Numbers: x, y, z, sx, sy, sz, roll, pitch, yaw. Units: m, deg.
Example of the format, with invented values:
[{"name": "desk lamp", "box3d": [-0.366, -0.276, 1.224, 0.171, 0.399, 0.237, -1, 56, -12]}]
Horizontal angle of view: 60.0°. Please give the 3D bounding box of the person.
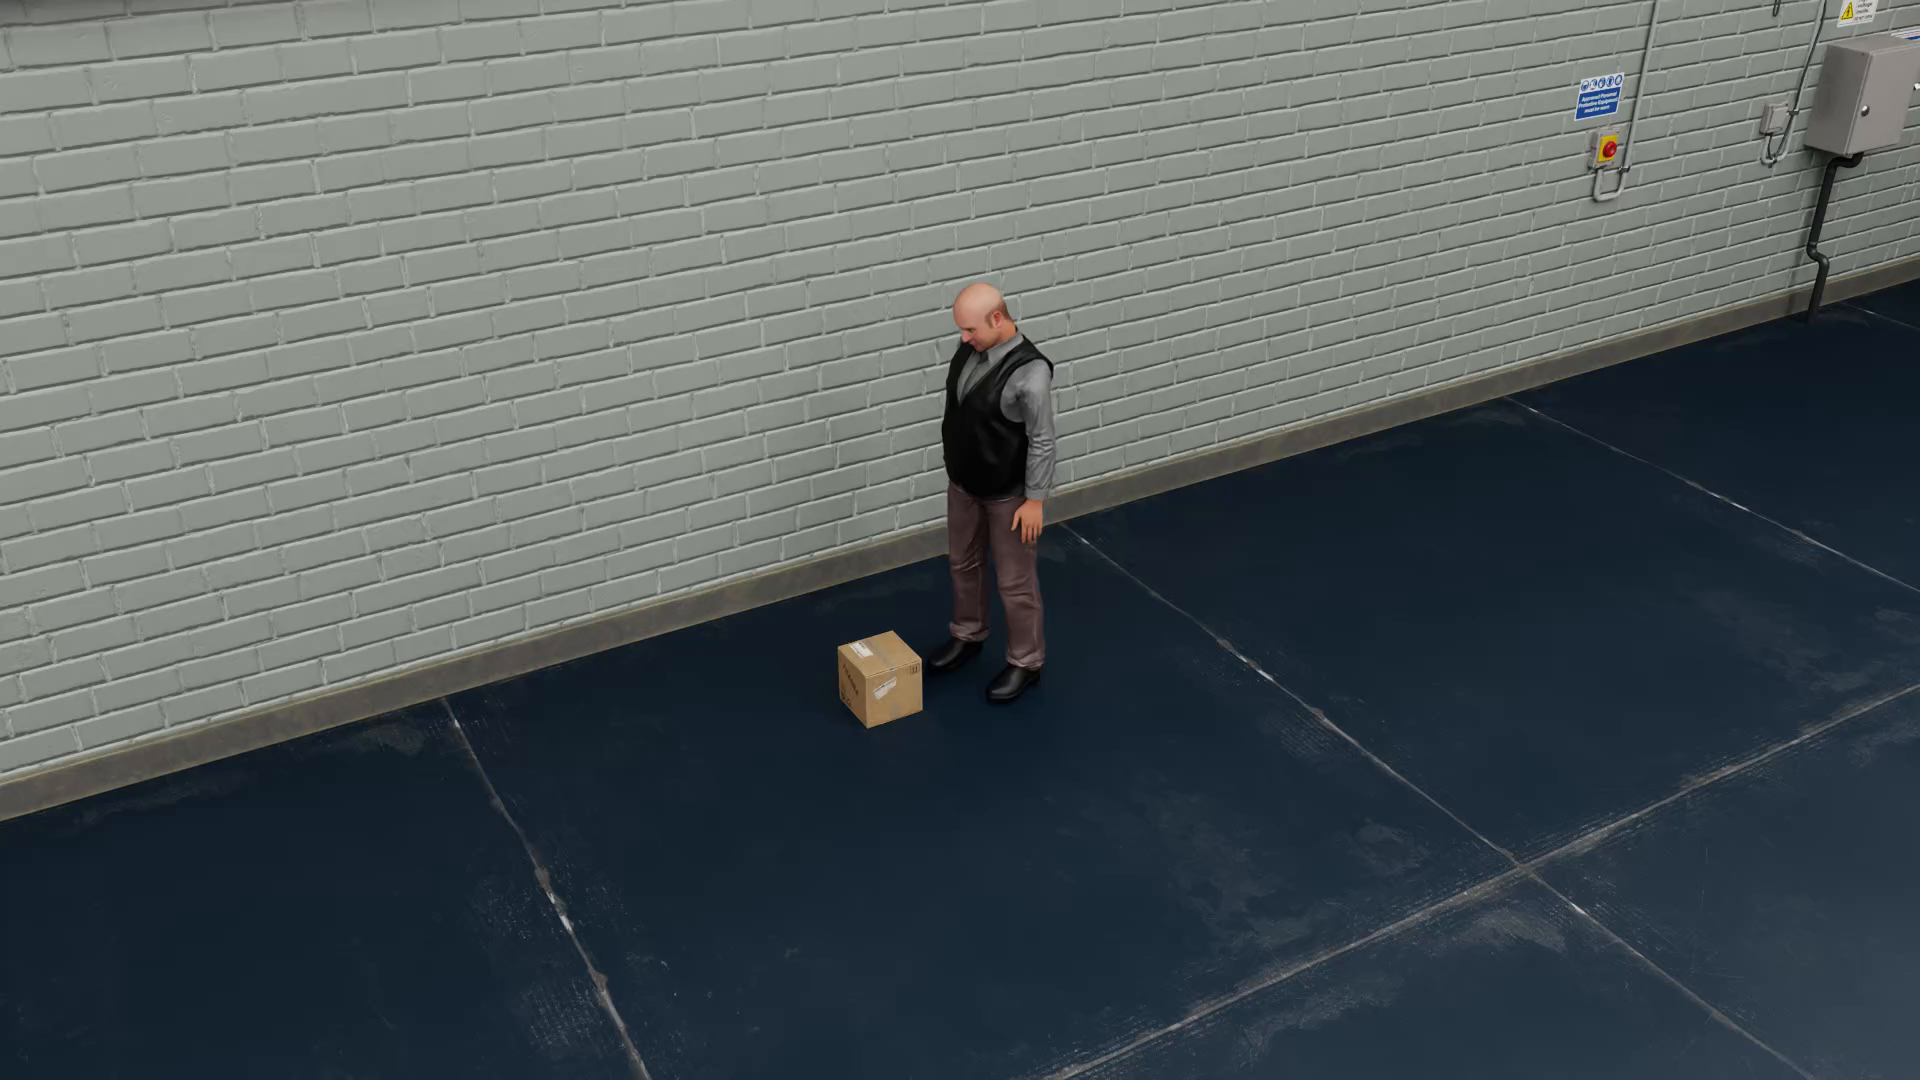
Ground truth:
[{"name": "person", "box3d": [0.125, -0.197, 6.483, 0.409, 1.703, 0.572, -20, 34, -32]}]
